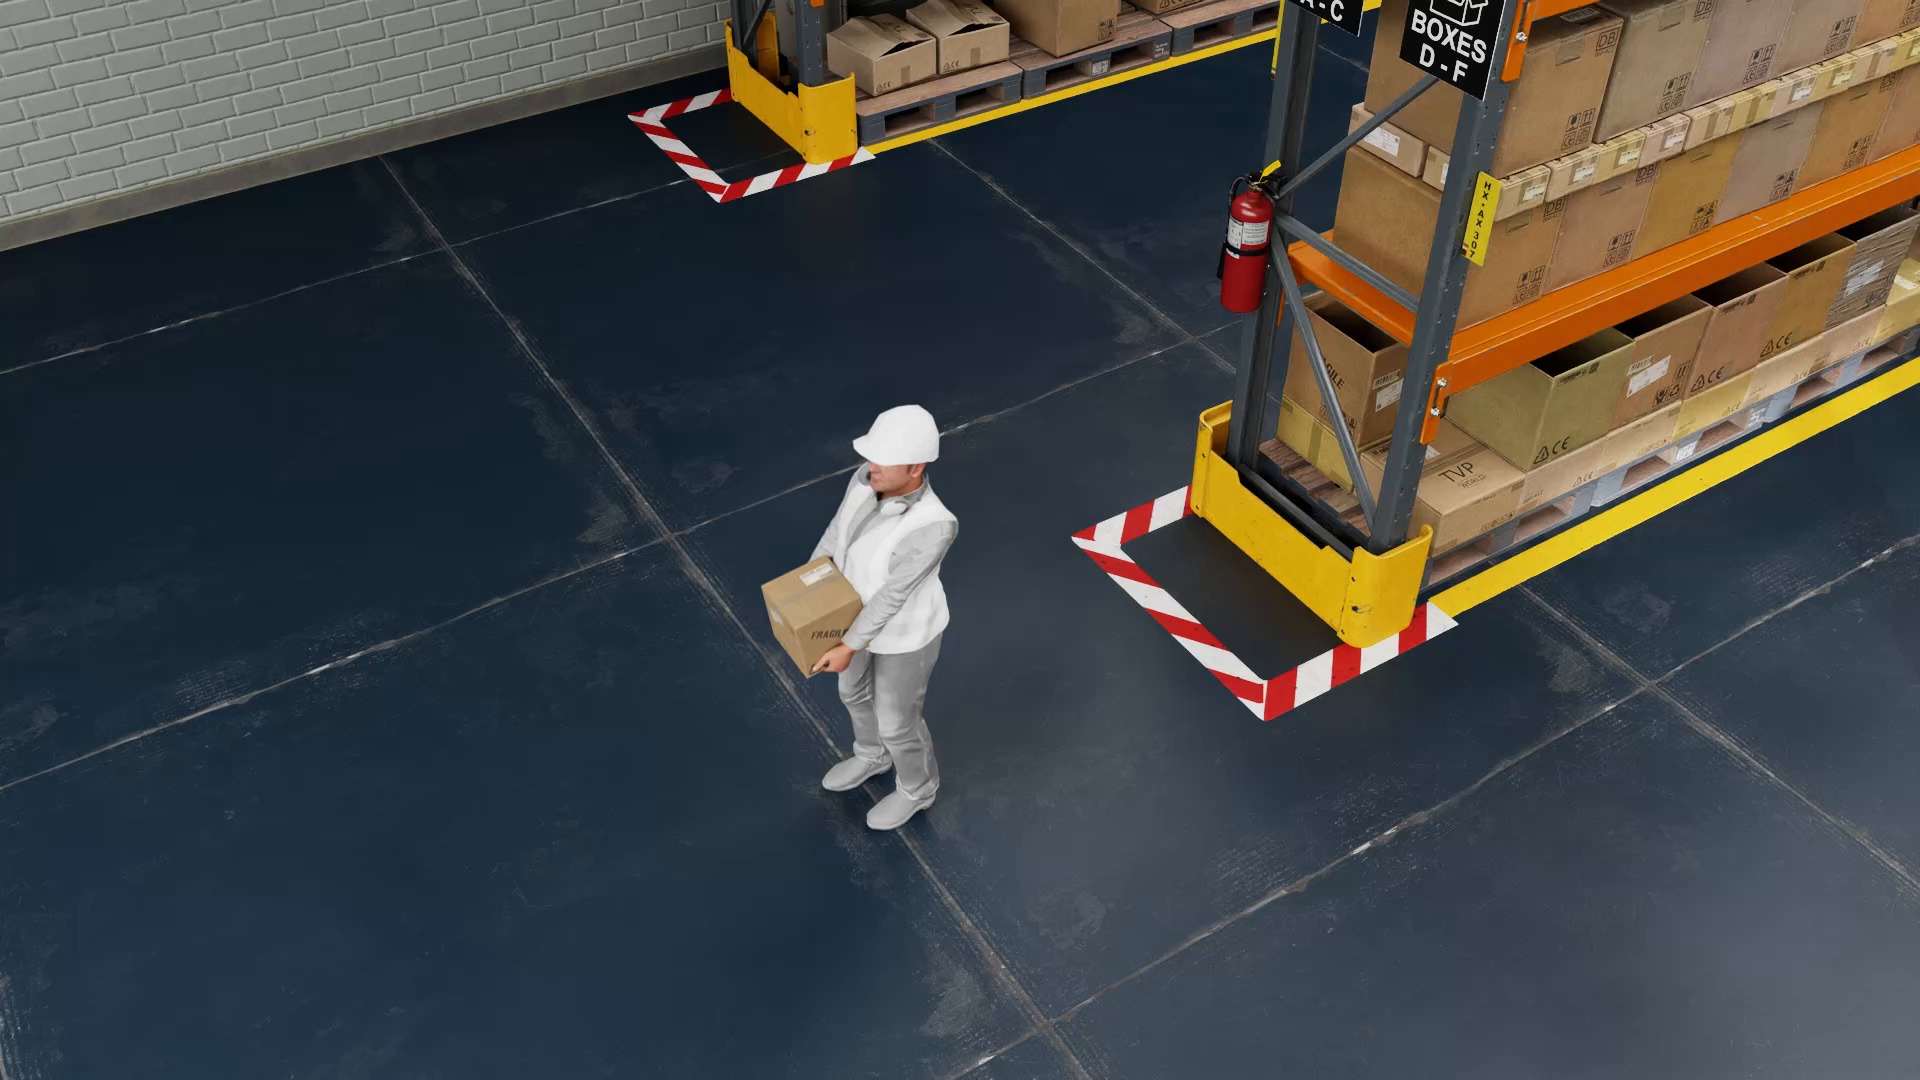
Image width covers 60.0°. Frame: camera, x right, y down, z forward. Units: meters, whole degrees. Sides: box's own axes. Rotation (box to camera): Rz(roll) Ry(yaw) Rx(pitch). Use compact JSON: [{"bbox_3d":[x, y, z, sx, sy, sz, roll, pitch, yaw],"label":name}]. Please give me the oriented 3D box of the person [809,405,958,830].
[{"bbox_3d":[-0.324,0.301,5.791,0.550,1.762,0.462,-22,45,-23],"label":"person"}]
